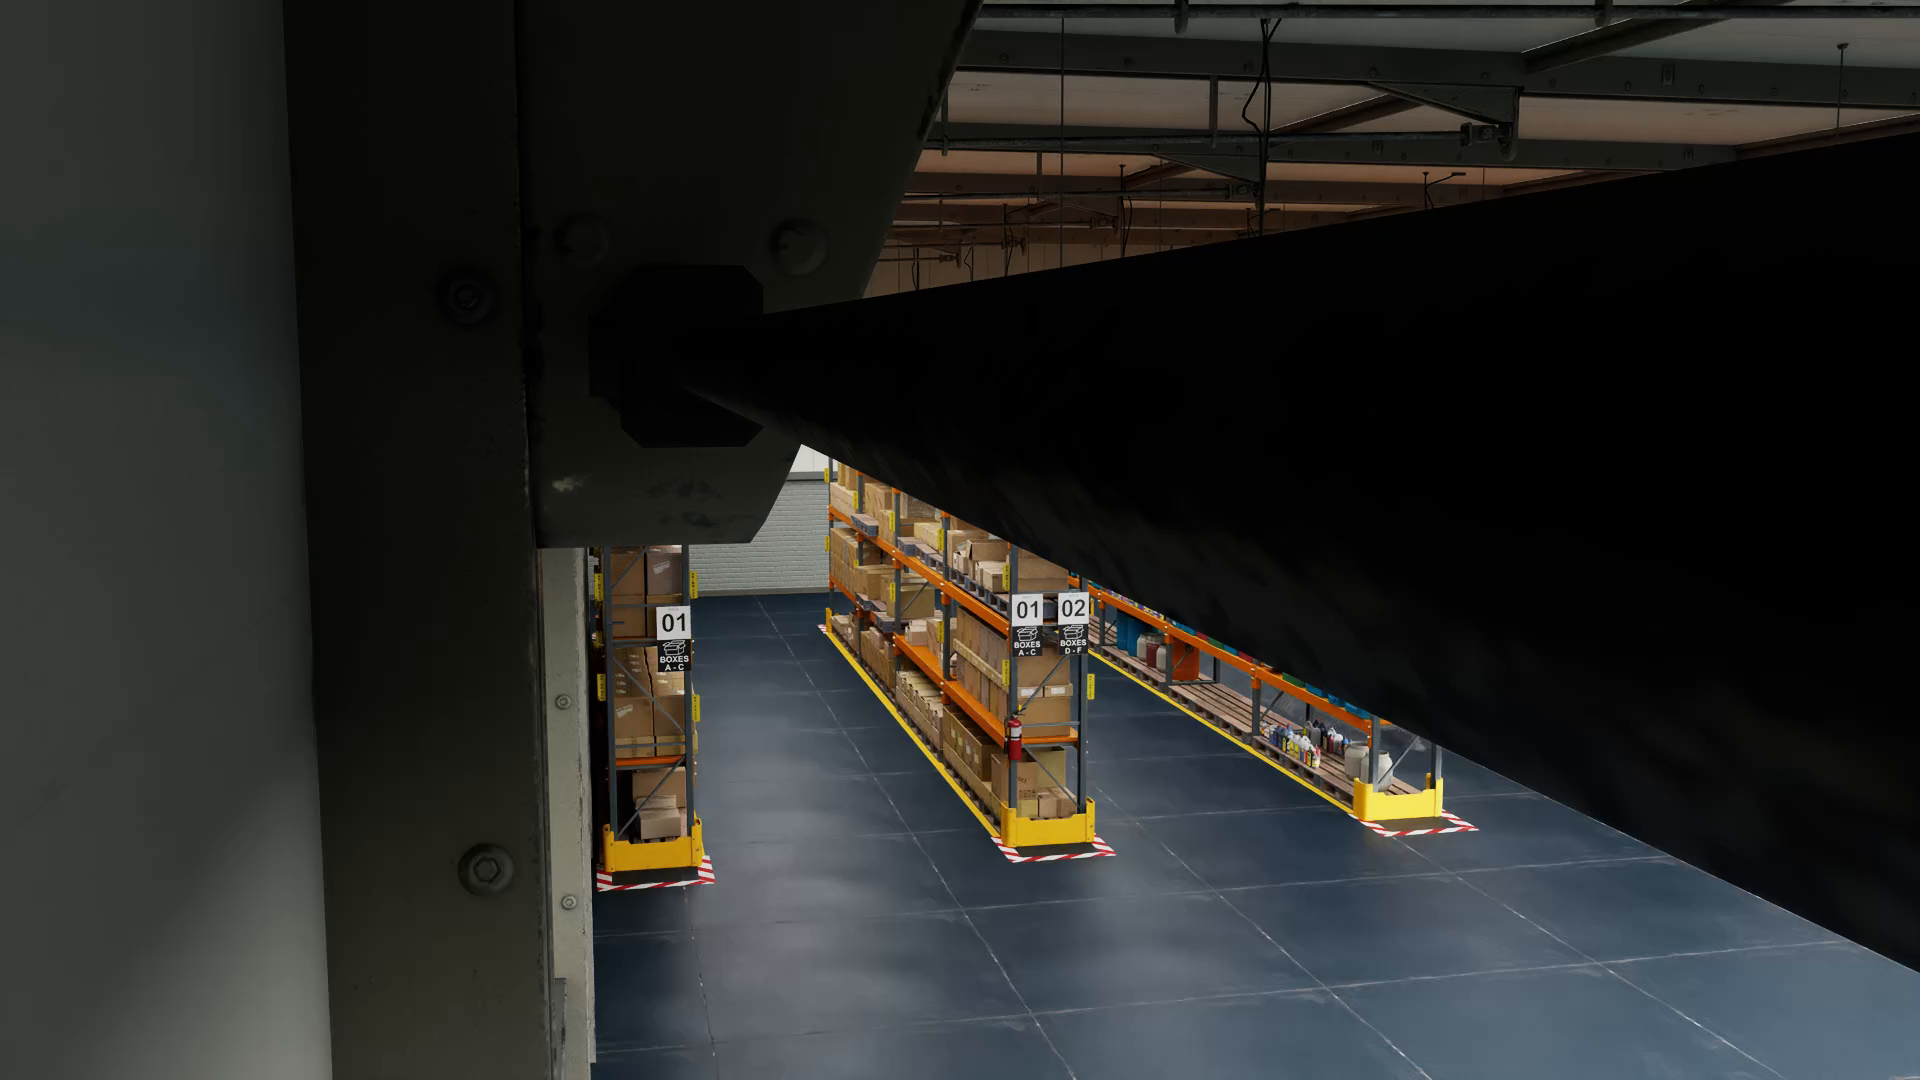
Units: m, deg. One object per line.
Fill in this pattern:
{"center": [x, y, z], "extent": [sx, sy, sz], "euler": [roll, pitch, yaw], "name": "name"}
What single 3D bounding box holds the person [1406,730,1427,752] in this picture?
{"center": [7.146, 2.398, 26.022], "extent": [0.704, 1.749, 0.650], "euler": [-3, 7, -21], "name": "person"}
